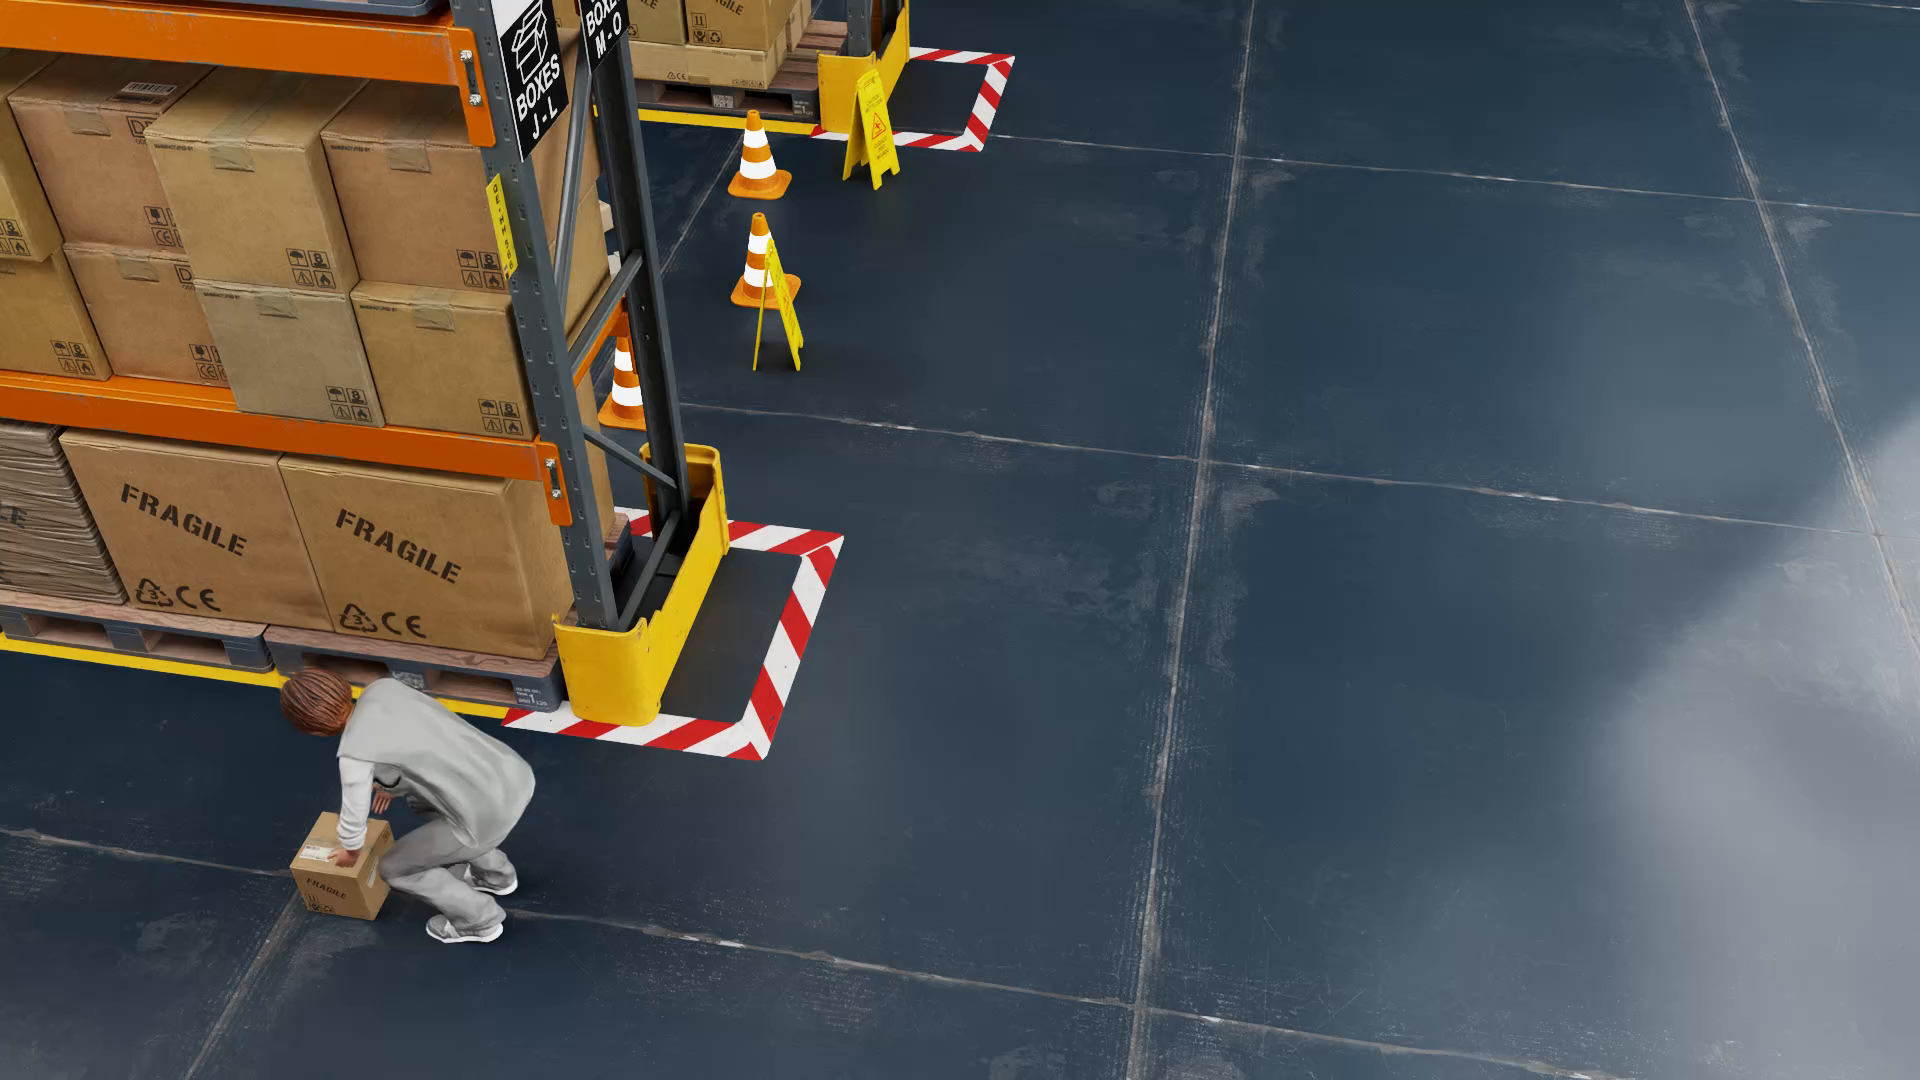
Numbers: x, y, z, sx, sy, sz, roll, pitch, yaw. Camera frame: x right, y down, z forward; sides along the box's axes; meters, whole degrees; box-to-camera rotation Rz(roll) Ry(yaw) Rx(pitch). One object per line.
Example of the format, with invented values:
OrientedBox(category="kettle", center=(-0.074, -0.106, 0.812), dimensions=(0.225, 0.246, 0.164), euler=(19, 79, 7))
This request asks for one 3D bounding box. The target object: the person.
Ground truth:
OrientedBox(category="person", center=(-1.768, 0.890, 5.494), dimensions=(0.725, 1.143, 0.461), euler=(7, 42, 8))
